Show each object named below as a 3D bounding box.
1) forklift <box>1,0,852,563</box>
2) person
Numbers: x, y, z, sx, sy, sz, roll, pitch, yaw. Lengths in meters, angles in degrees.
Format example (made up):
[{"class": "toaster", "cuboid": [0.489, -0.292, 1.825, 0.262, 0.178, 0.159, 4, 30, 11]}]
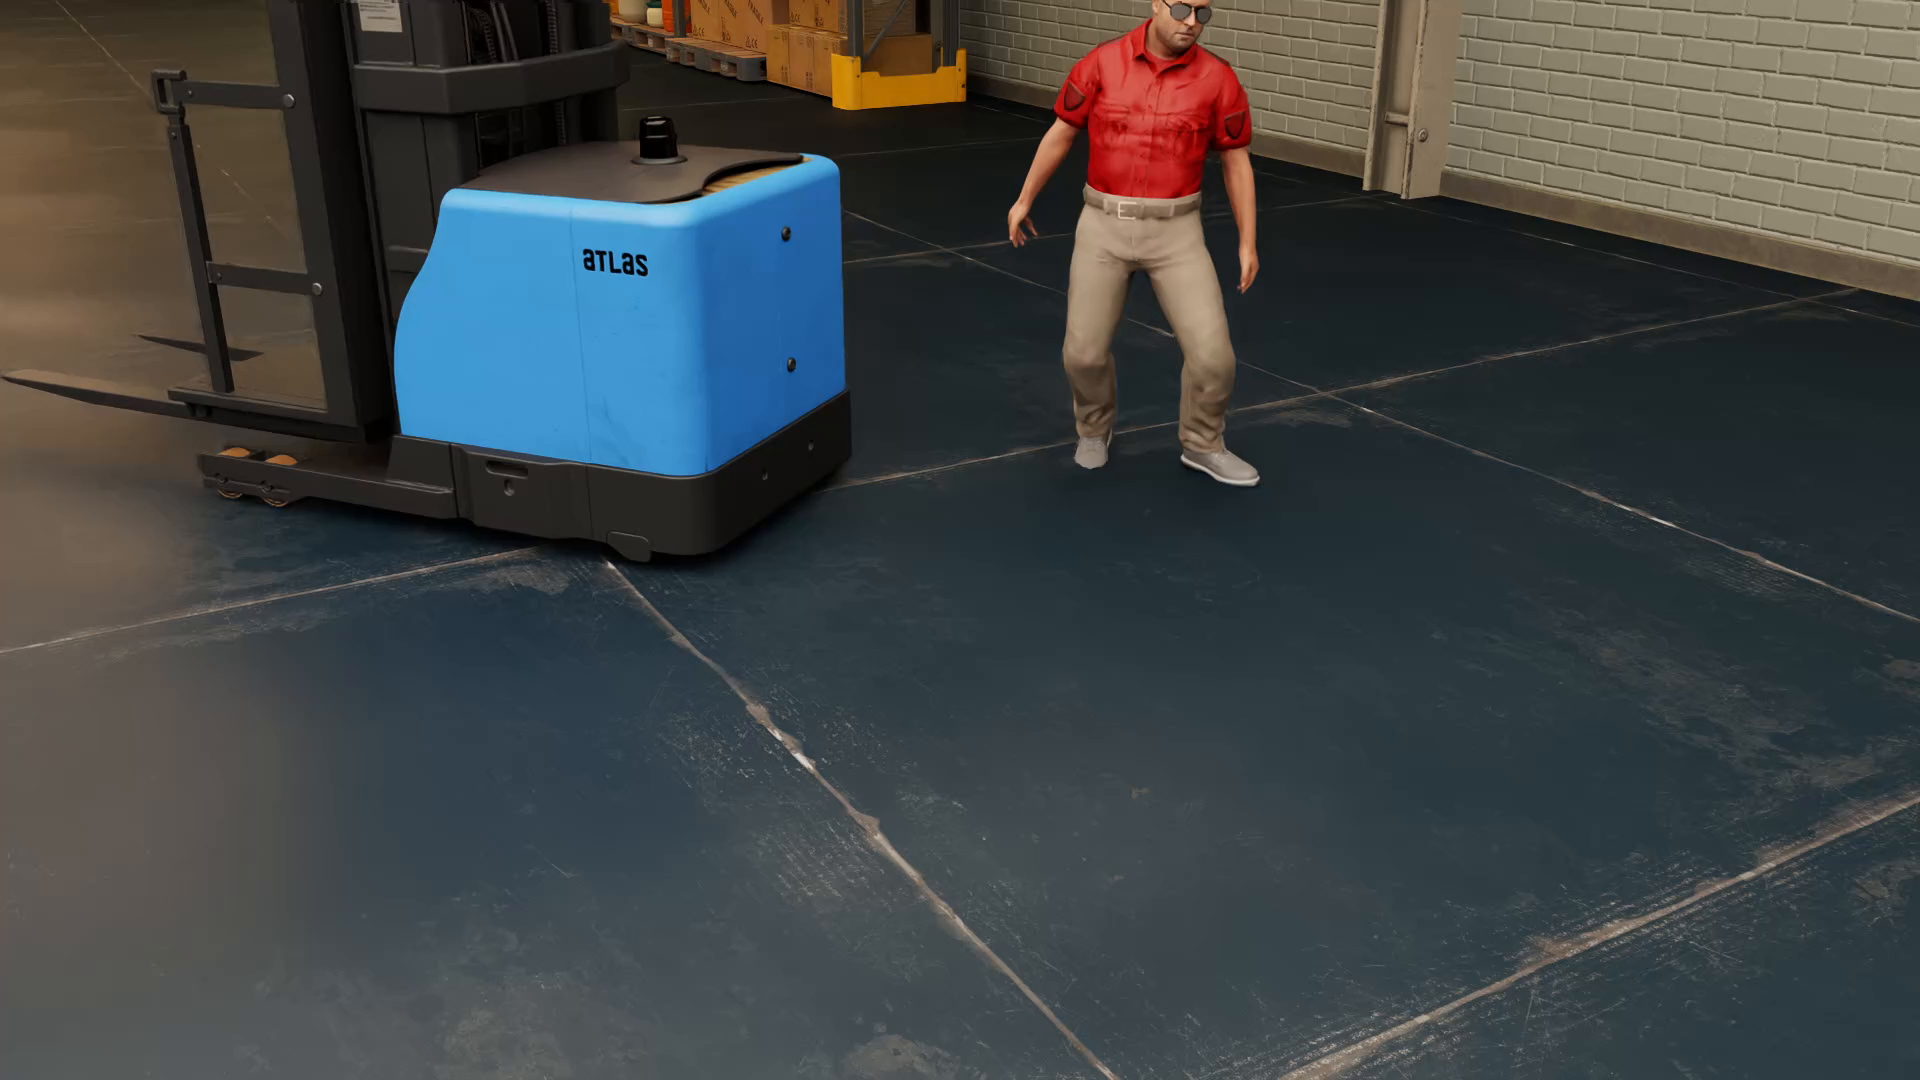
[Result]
[{"class": "forklift", "cuboid": [-1.933, -1.637, 5.262, 3.031, 2.935, 1.130, 9, 24, 21]}, {"class": "person", "cuboid": [0.588, -0.996, 5.449, 0.899, 1.711, 0.497, 6, 23, 14]}]
